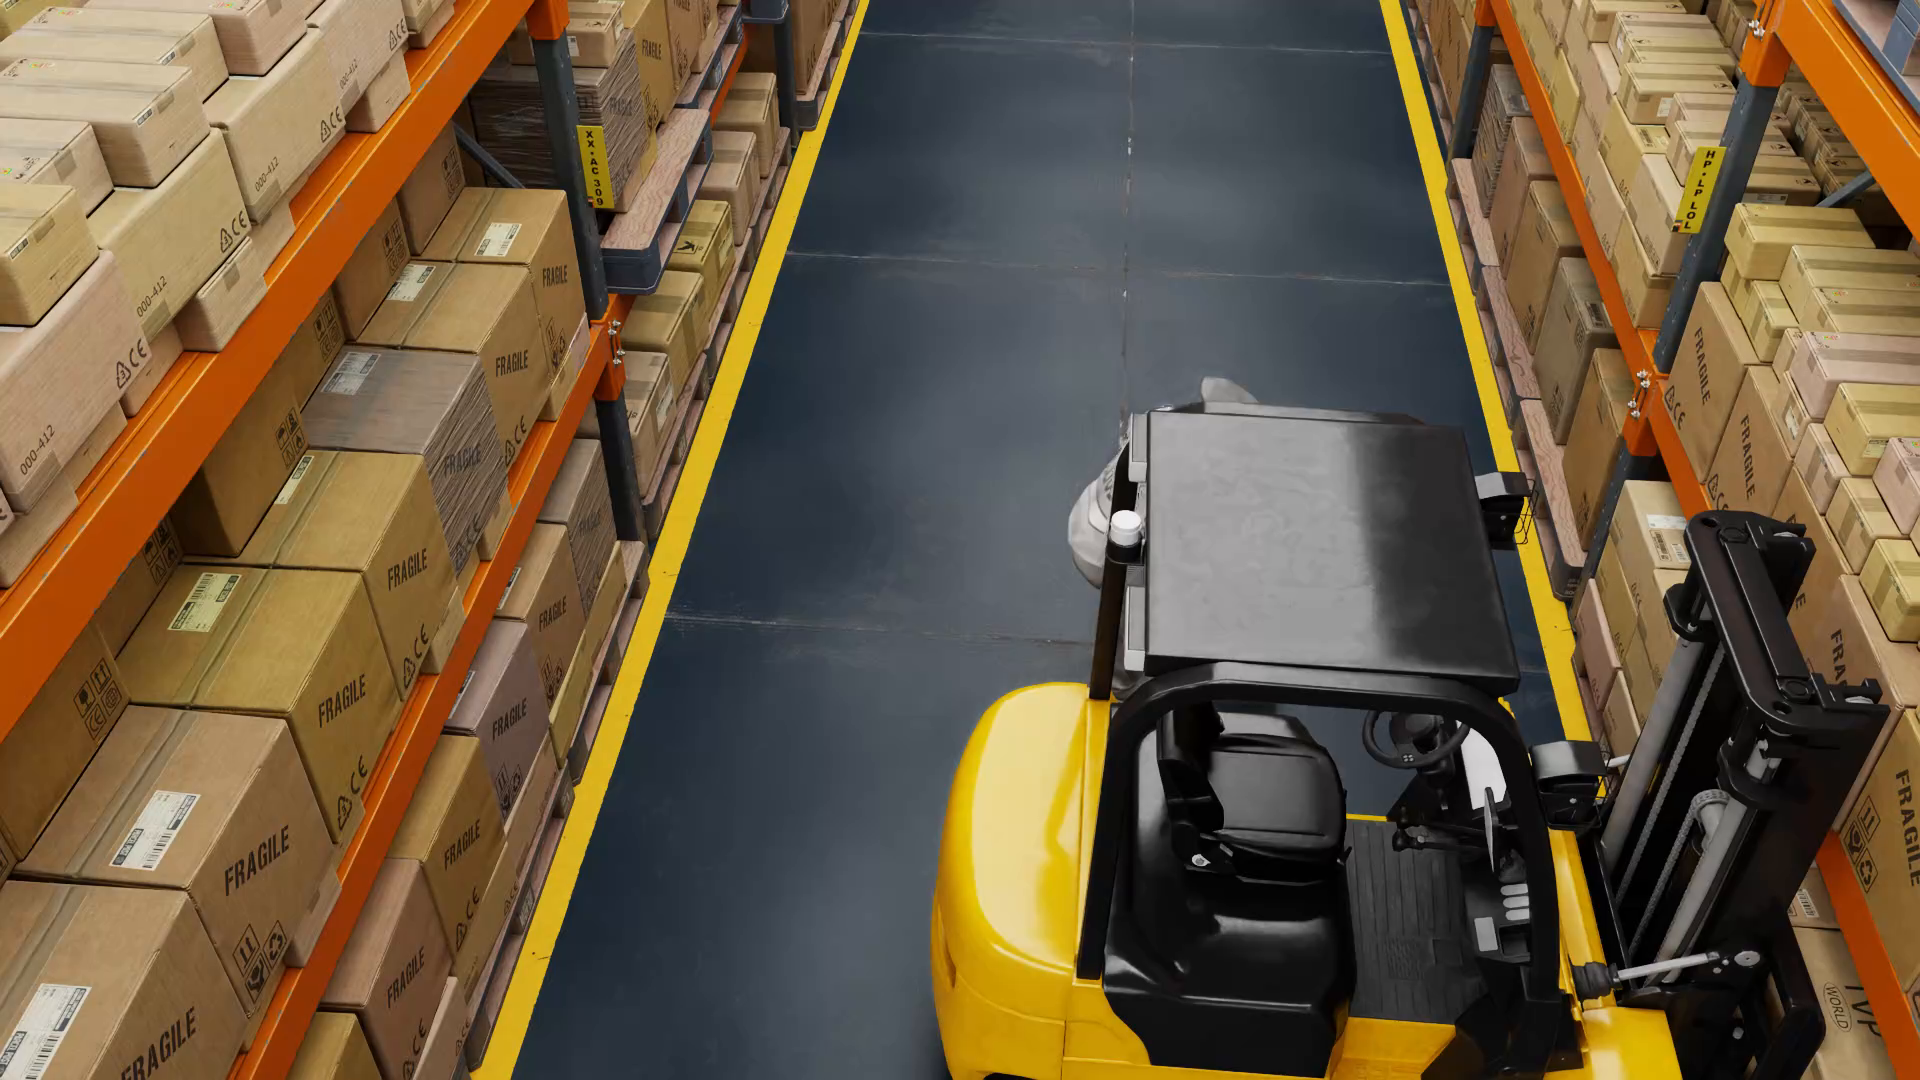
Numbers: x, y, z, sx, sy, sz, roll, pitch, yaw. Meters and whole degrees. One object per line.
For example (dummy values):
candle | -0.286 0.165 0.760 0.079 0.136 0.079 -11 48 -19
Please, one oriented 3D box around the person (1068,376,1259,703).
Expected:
person | 0.746 0.002 6.344 0.673 1.430 0.534 3 40 4
